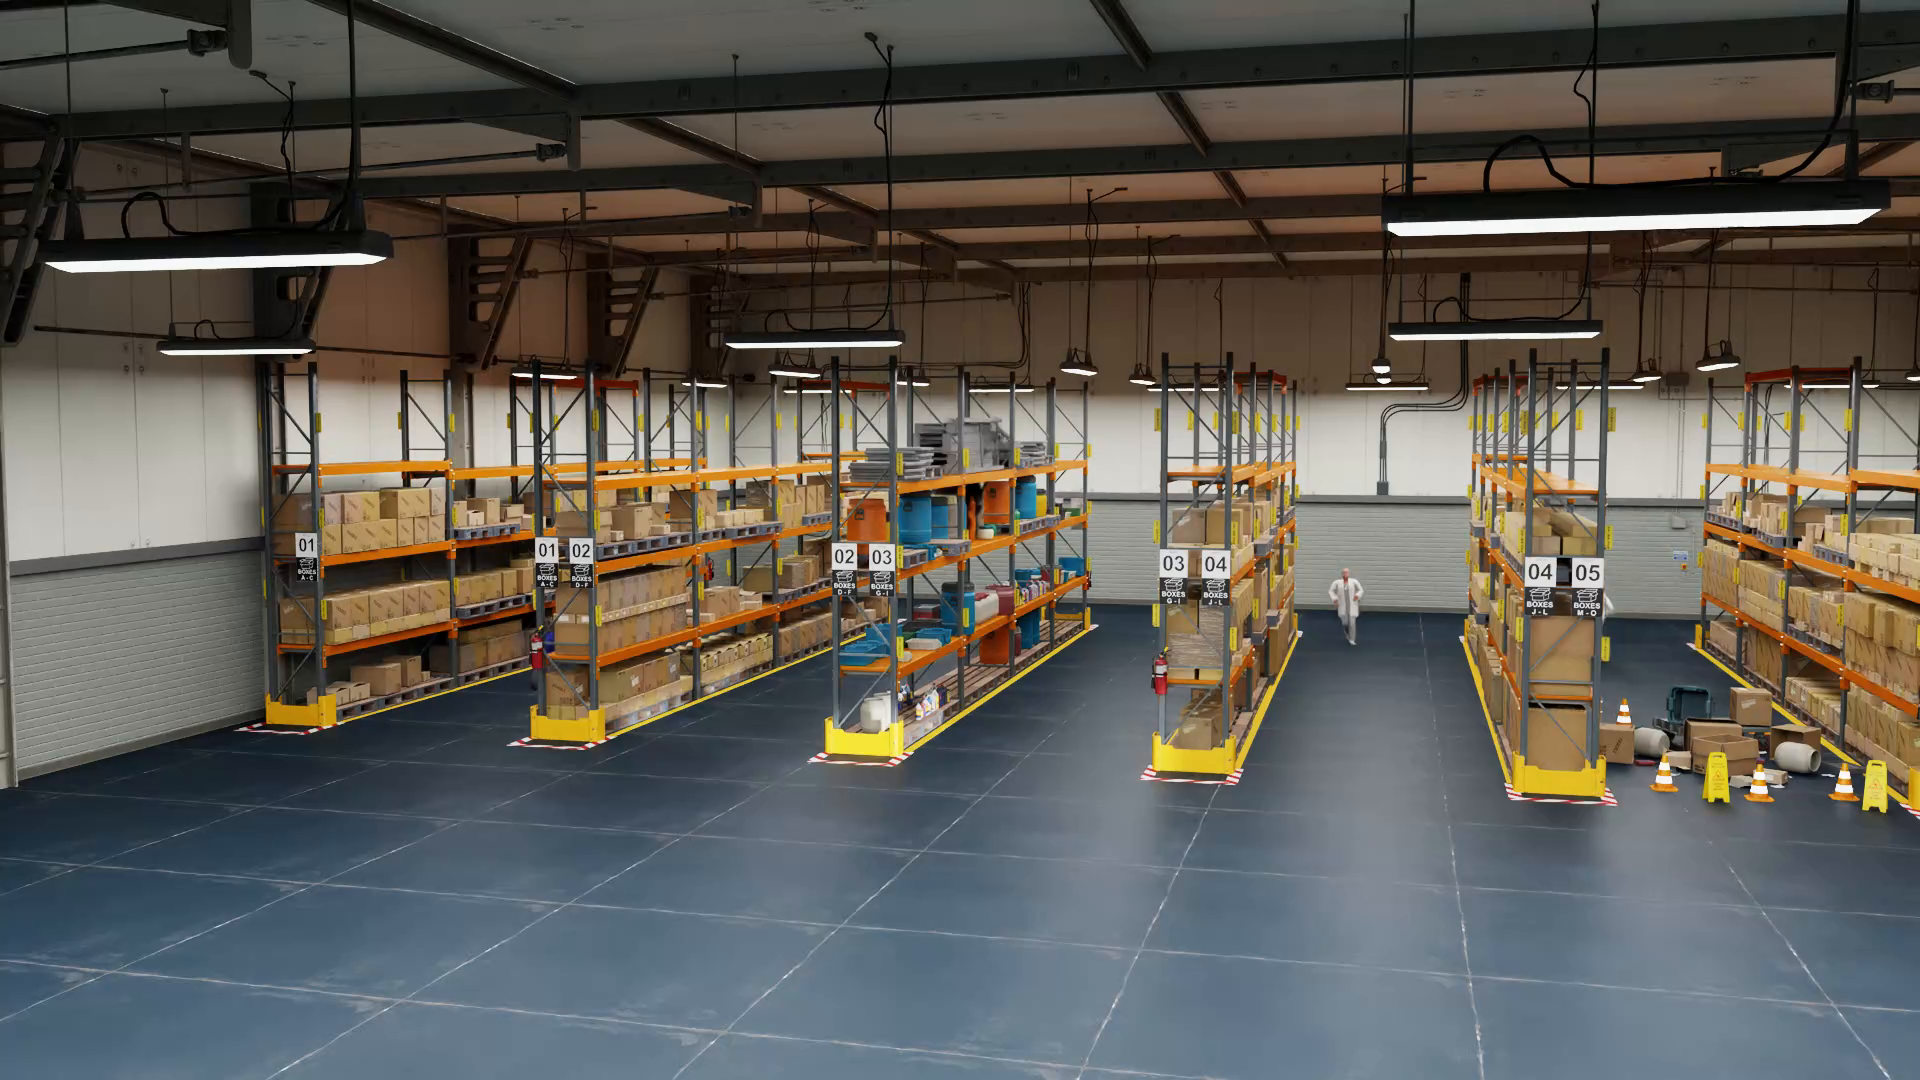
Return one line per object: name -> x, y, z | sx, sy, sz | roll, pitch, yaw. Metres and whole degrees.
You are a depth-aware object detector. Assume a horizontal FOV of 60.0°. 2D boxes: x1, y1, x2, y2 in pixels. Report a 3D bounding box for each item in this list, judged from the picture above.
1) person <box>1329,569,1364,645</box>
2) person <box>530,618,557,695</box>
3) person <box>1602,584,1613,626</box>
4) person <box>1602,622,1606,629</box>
person -> 8.733, 1.604, 37.607 | 0.771, 1.523, 0.668 | 1, 4, 12
person -> -7.180, 2.243, 28.796 | 0.628, 1.444, 0.536 | 1, 4, 18
person -> 13.494, 1.691, 35.257 | 0.624, 1.659, 0.757 | 0, 4, 5
person -> 14.653, 1.454, 38.600 | 0.723, 1.710, 0.667 | 1, 4, 14
